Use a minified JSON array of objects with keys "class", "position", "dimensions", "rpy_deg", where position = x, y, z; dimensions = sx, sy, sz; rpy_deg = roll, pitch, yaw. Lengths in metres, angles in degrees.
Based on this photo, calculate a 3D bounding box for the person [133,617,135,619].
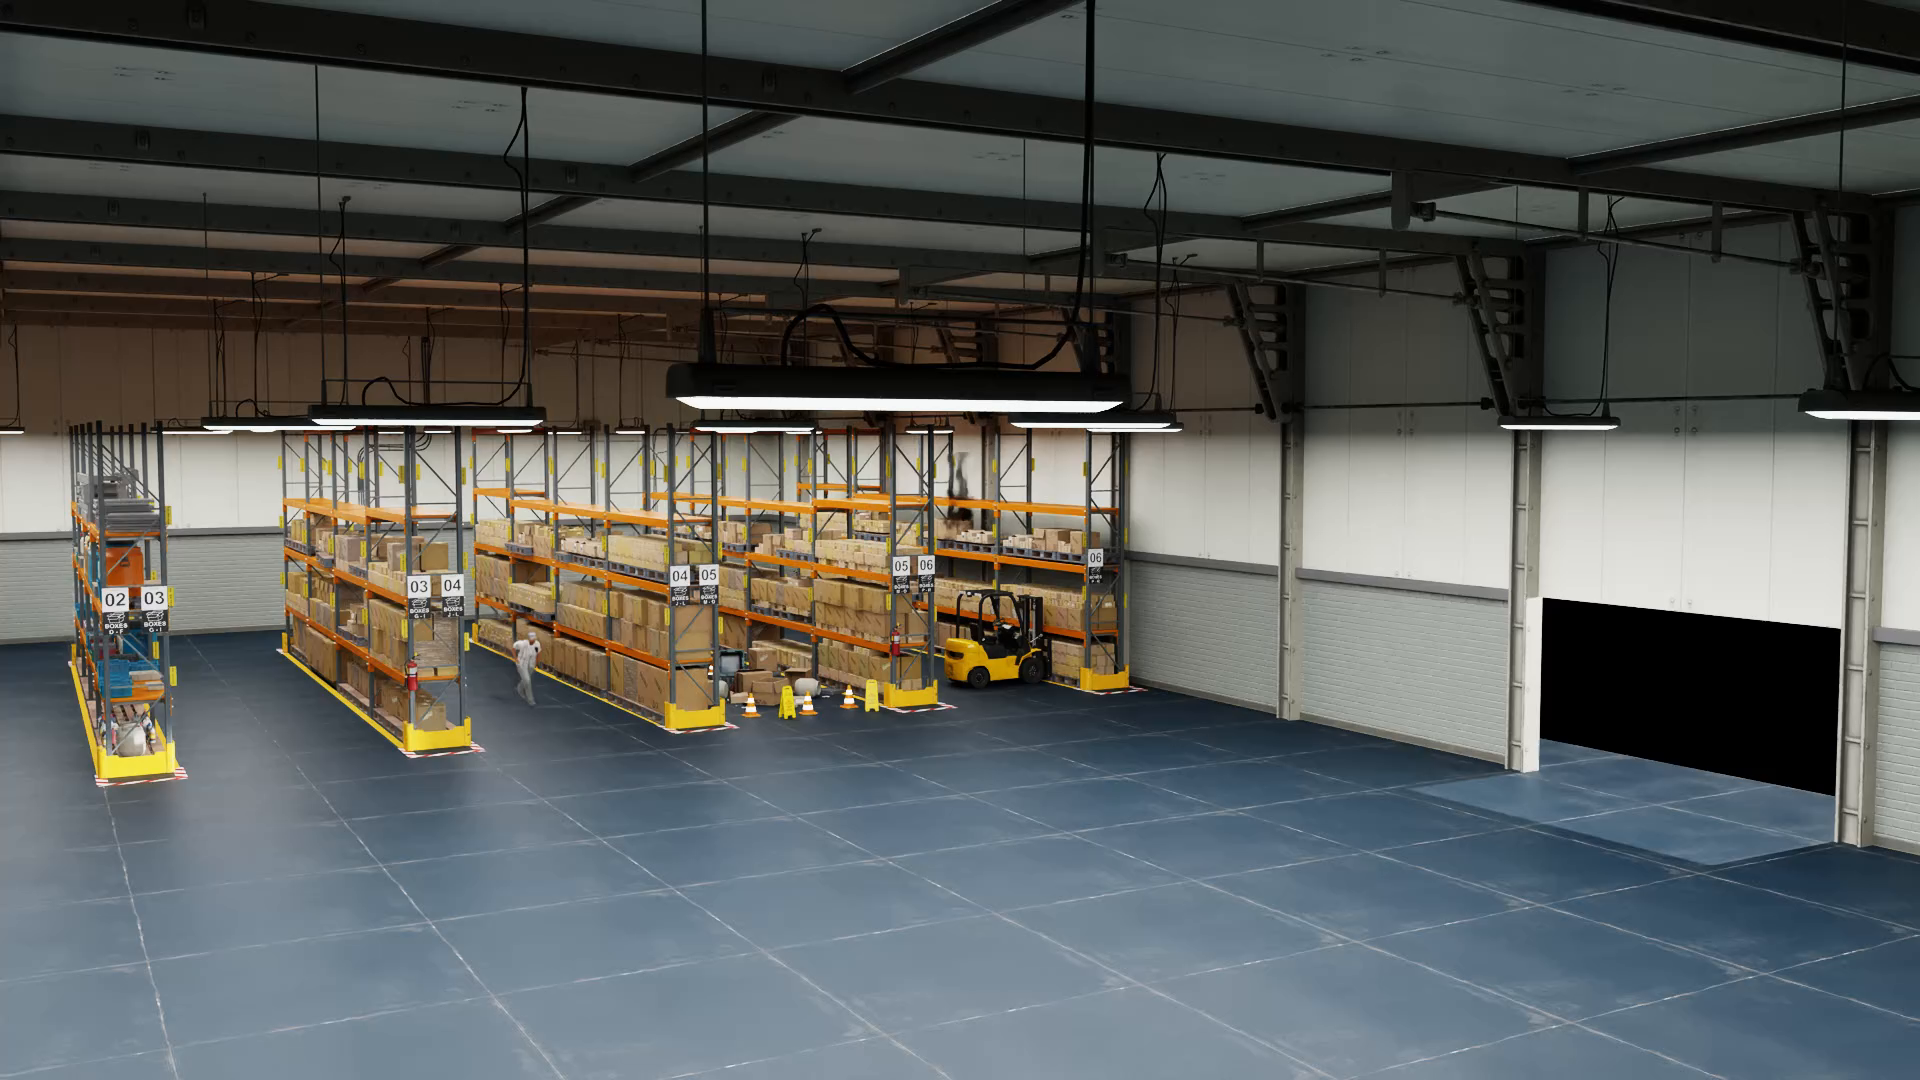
[{"class":"person","position":[-22.679,2.062,45.332],"dimensions":[0.616,1.740,0.683],"rpy_deg":[-1,4,-9]}]

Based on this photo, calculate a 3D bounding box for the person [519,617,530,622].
[{"class":"person","position":[-12.607,1.948,48.069],"dimensions":[0.439,1.662,0.607],"rpy_deg":[3,5,40]}]

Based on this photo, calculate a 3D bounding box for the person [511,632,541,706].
[{"class":"person","position":[-9.350,2.748,35.762],"dimensions":[0.642,1.627,1.033],"rpy_deg":[-2,4,-35]}]

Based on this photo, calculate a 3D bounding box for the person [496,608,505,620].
[{"class":"person","position":[-13.654,1.809,49.339],"dimensions":[0.593,1.697,0.919],"rpy_deg":[1,4,14]}]
